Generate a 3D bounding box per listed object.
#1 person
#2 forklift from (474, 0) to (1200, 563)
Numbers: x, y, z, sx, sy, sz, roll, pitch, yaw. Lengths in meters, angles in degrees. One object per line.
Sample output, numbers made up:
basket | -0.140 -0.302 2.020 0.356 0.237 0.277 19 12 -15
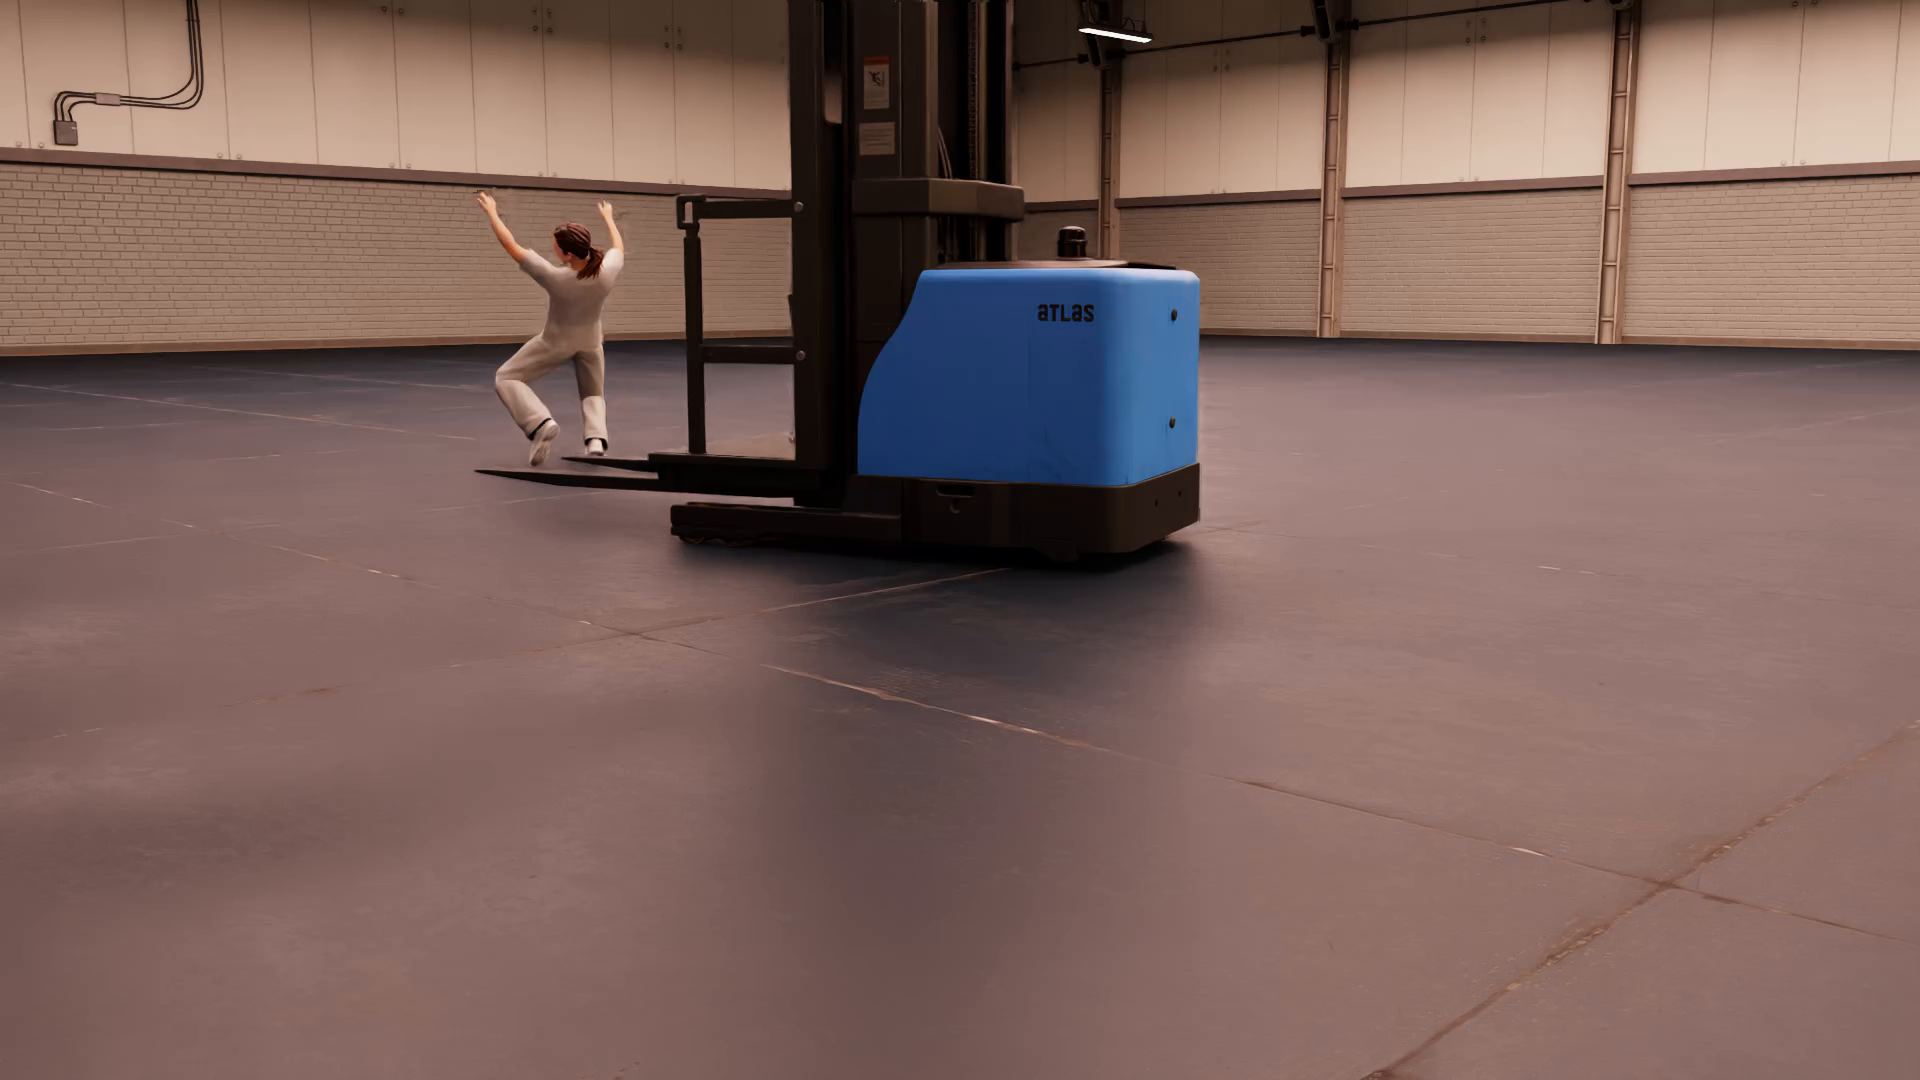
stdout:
person | -2.298 -1.196 9.509 0.856 1.545 0.726 -5 10 -32
forklift | -0.596 -1.486 6.742 3.031 2.935 1.130 4 9 23
